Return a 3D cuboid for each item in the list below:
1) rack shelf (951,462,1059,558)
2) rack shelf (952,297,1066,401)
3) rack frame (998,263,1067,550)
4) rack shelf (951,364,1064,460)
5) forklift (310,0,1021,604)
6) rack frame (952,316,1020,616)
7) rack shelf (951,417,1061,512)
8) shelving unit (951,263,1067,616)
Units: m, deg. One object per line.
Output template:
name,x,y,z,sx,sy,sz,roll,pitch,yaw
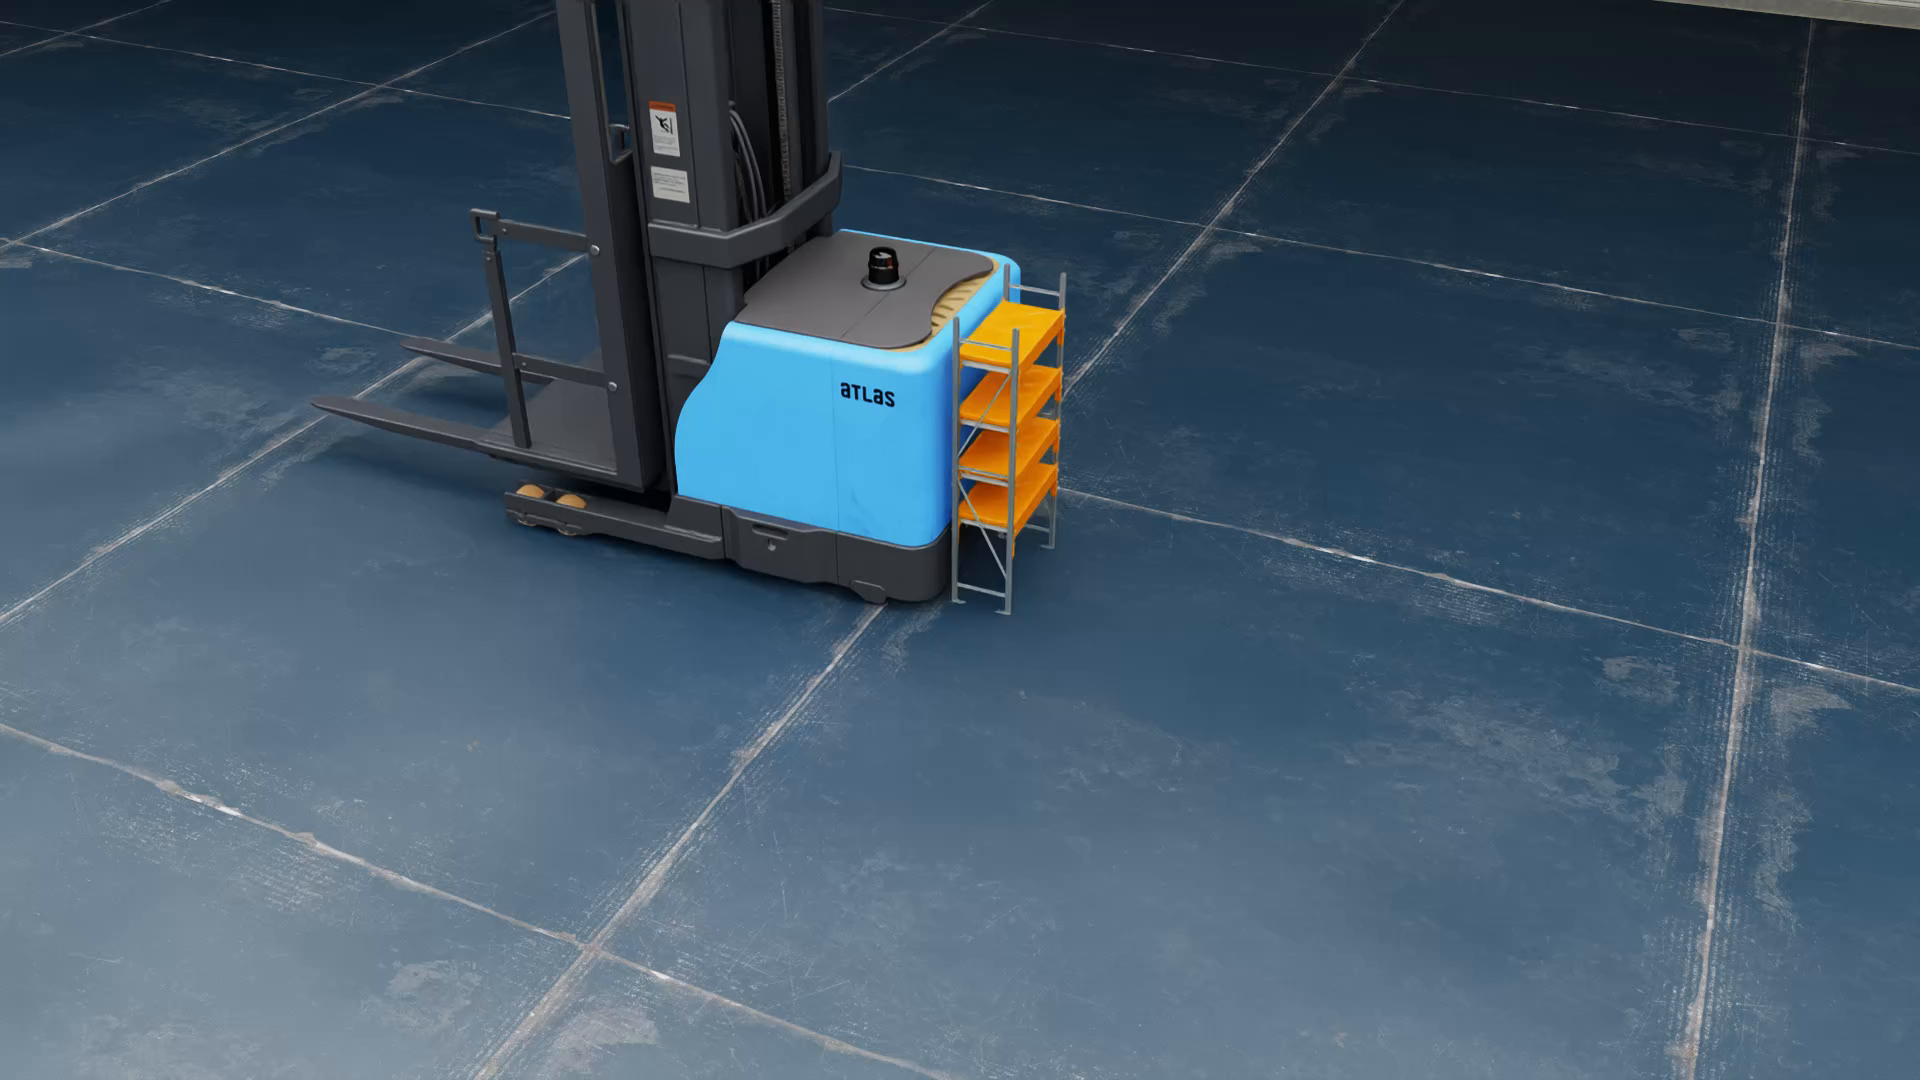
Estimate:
rack shelf,0.176,-0.144,6.358,0.258,0.148,0.480,13,35,18
rack shelf,0.181,-0.694,5.995,0.258,0.148,0.480,13,35,18
rack frame,0.271,-0.489,6.400,0.240,1.200,0.015,13,35,18
rack shelf,0.179,-0.496,6.125,0.258,0.148,0.480,13,35,18
forklift,-1.317,-1.496,6.358,3.031,2.935,1.130,13,35,19
rack frame,0.085,-0.242,6.023,0.240,1.200,0.015,13,35,18
rack shelf,0.178,-0.309,6.248,0.258,0.148,0.480,13,35,18
shelving unit,0.178,-0.366,6.211,0.258,1.200,0.503,13,35,18
